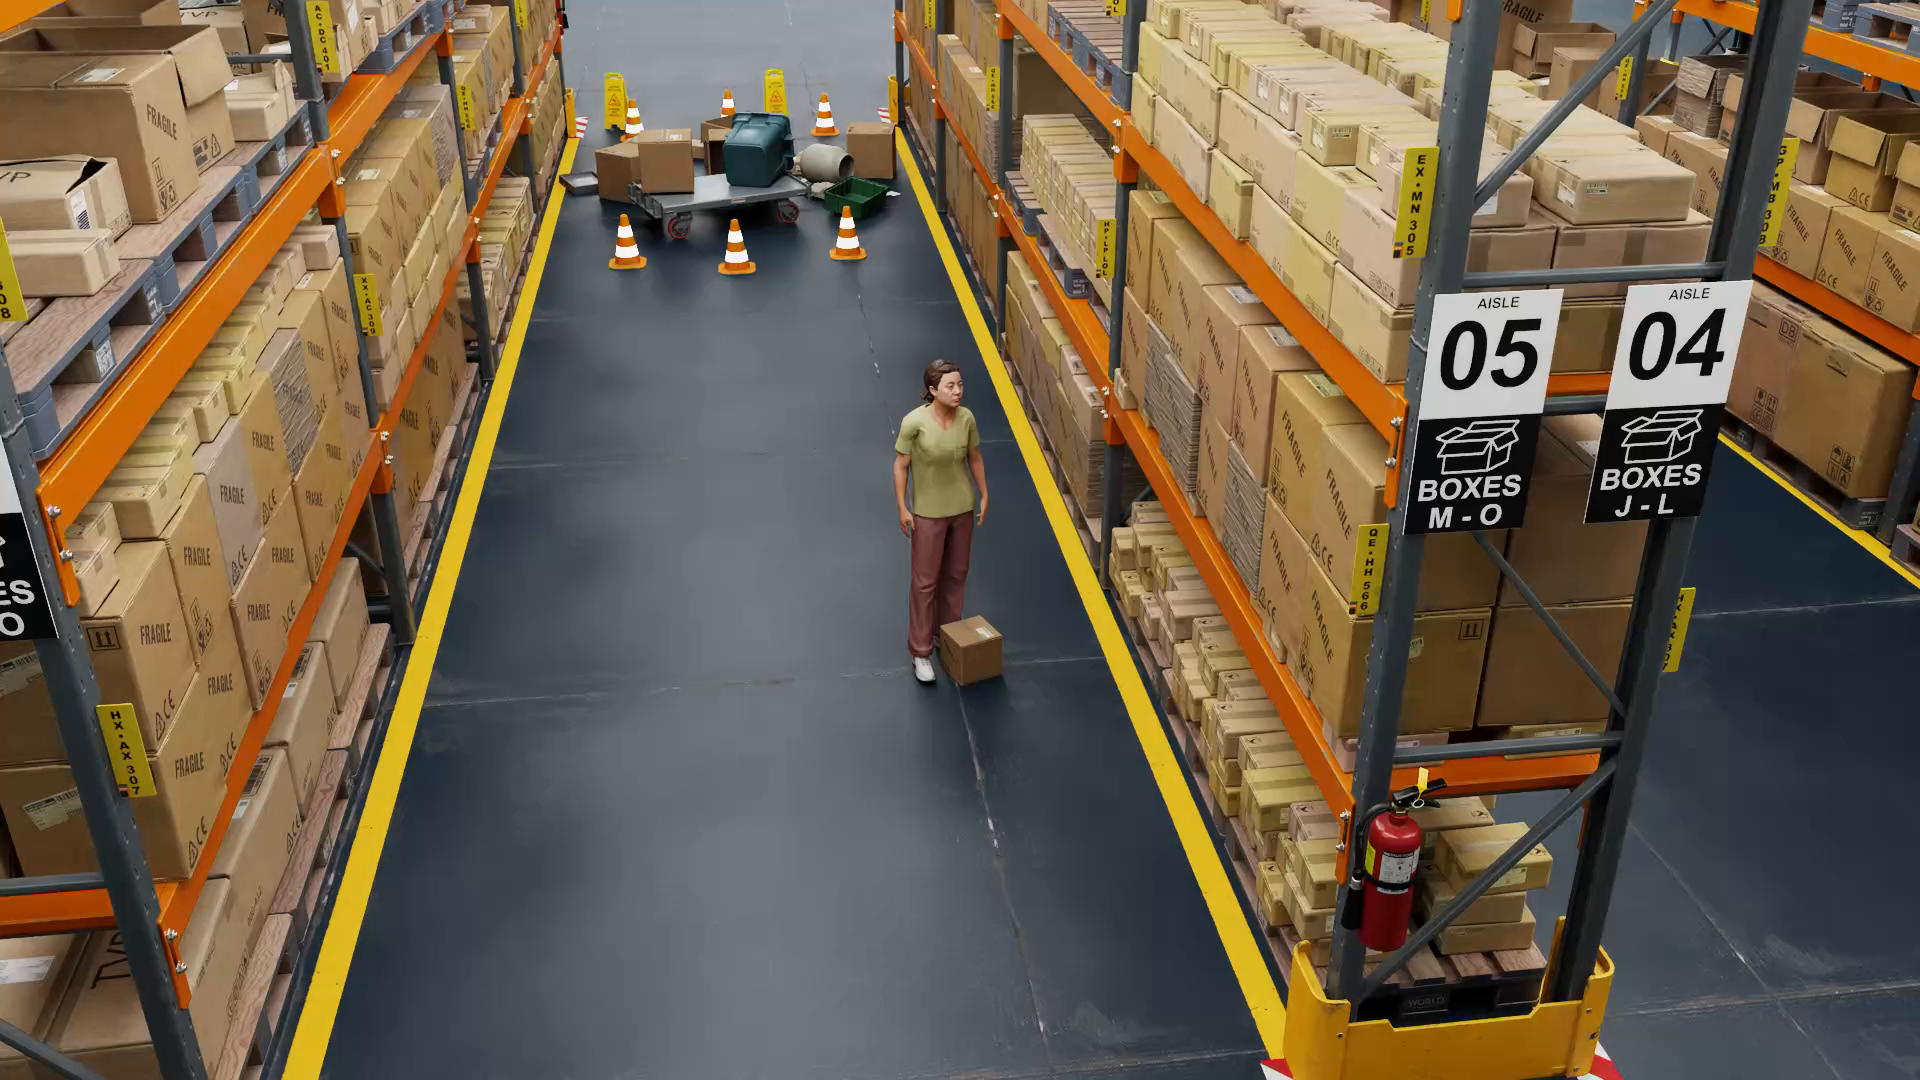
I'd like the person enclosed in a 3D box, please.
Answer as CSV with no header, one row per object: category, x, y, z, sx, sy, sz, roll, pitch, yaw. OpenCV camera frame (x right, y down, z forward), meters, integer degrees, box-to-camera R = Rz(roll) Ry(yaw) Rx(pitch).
person,-0.060,-0.111,8.832,0.553,1.659,0.518,-13,30,-24
